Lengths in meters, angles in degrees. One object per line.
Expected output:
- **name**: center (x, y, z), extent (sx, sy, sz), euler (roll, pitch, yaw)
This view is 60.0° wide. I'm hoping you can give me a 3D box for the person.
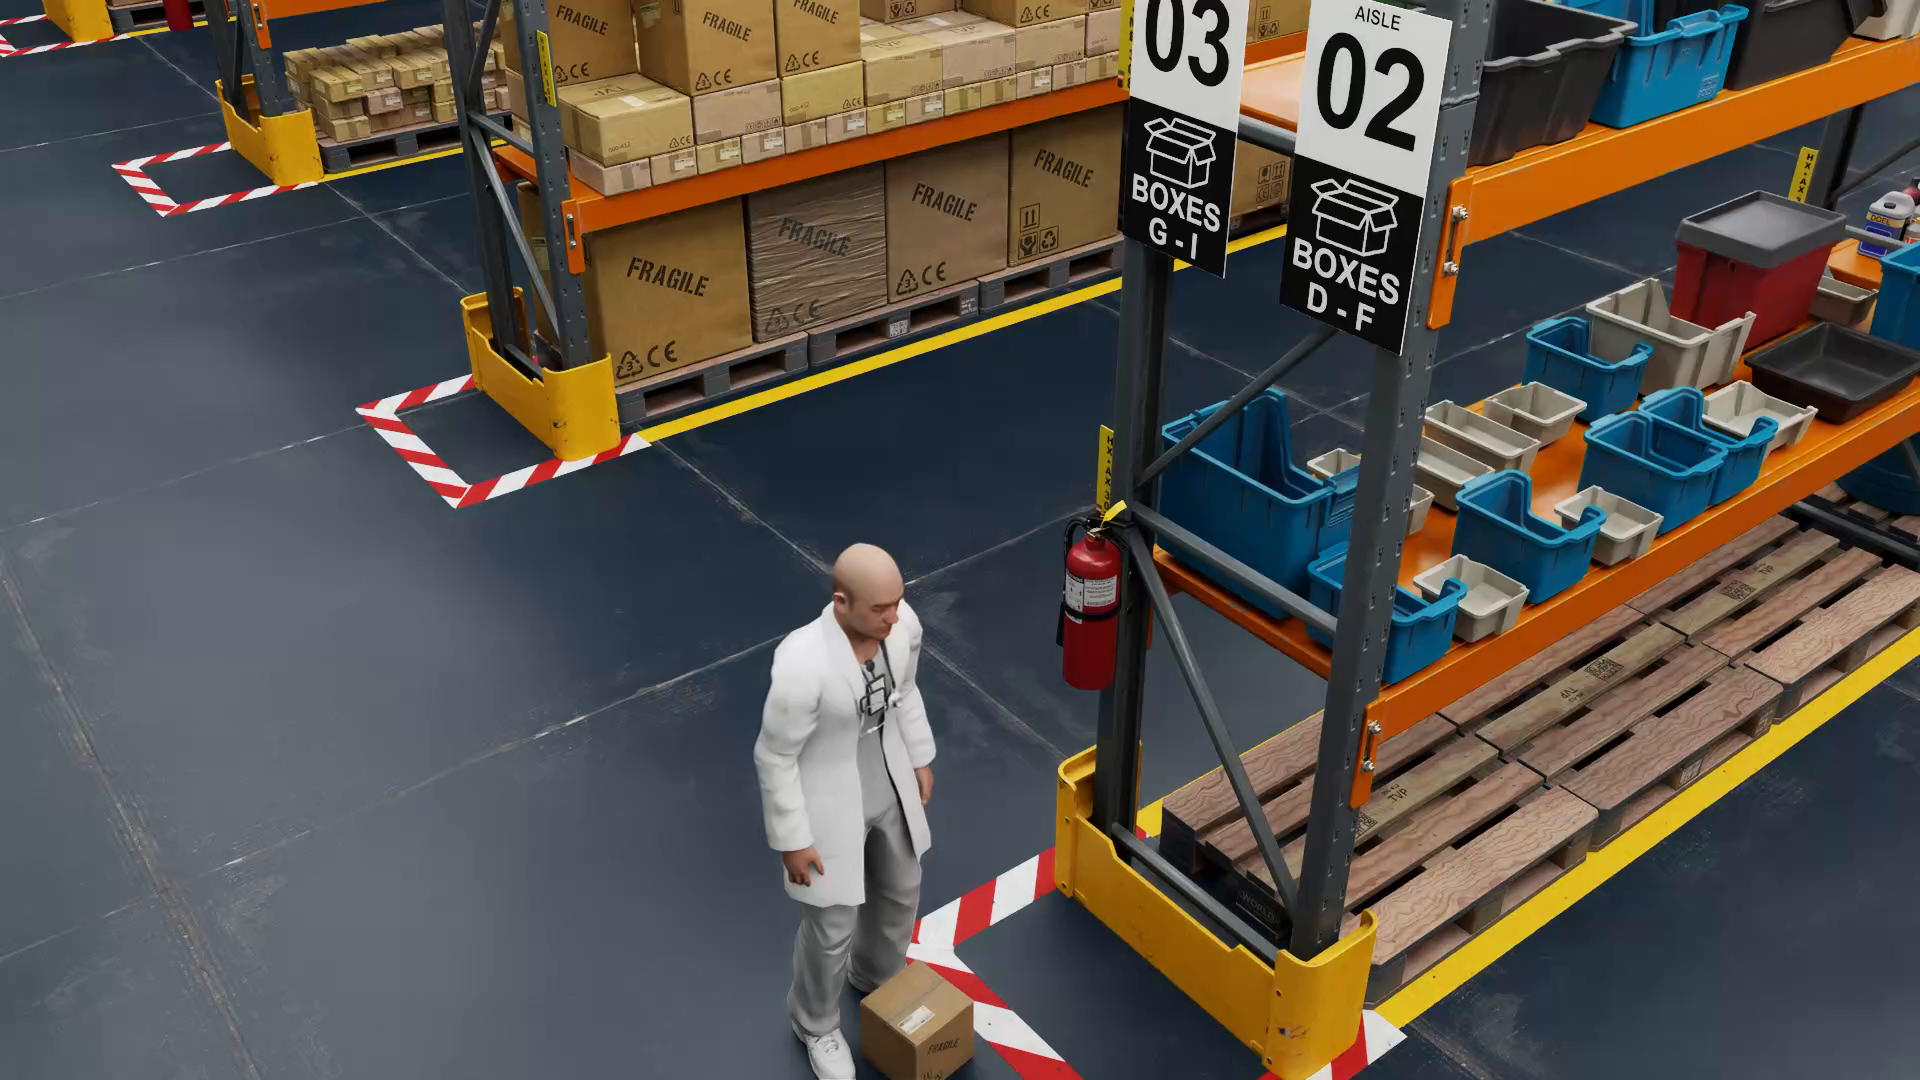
- **person**: center (-0.305, 0.771, 4.906), extent (0.429, 1.772, 0.644), euler (26, 40, 36)
